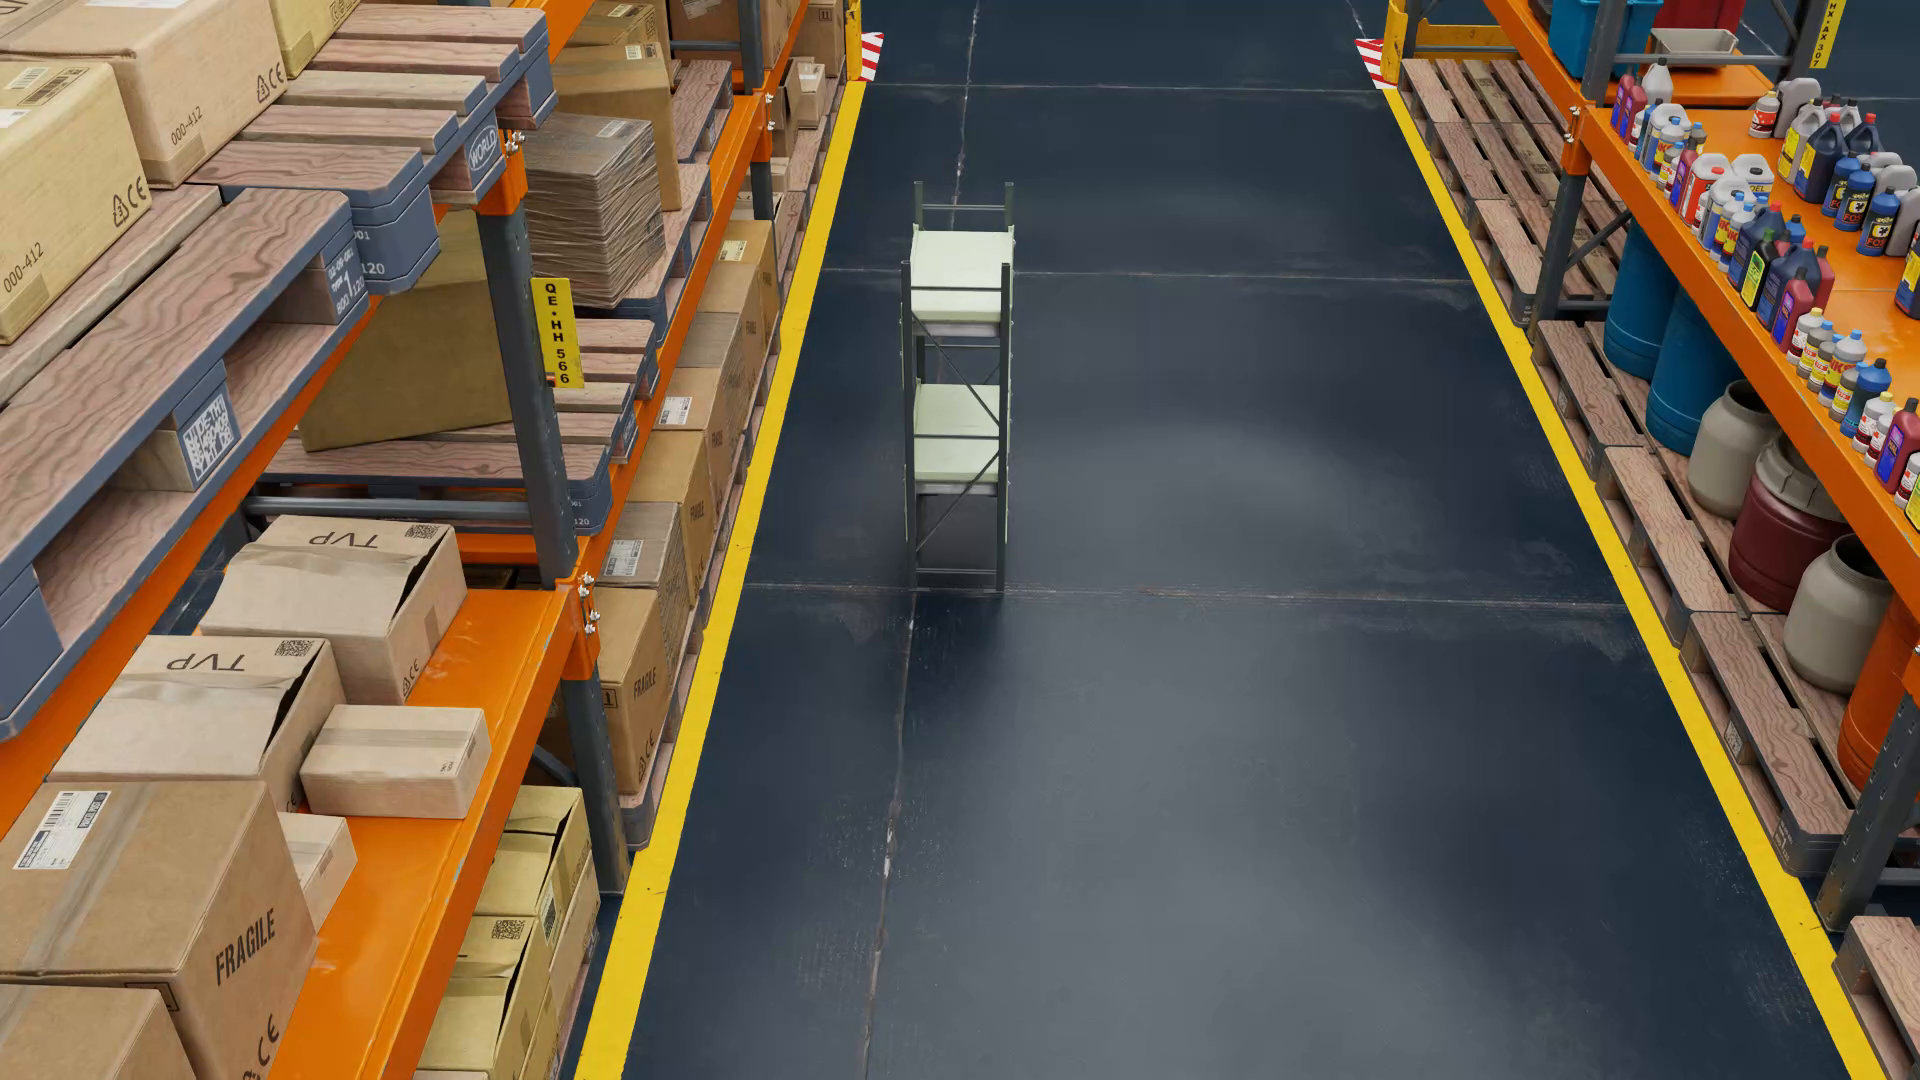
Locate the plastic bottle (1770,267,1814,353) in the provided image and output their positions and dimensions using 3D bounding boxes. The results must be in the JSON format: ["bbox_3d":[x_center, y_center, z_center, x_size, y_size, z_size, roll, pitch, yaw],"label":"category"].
[{"bbox_3d":[2.965,-0.818,5.906,0.061,0.283,0.133,1,35,2],"label":"plastic bottle"}]

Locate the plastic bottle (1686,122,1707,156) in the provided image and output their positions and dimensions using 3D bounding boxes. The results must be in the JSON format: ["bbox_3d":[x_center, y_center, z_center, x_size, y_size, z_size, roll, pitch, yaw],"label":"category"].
[{"bbox_3d":[3.201,-1.724,7.267,0.097,0.201,0.097,0,35,0],"label":"plastic bottle"}]

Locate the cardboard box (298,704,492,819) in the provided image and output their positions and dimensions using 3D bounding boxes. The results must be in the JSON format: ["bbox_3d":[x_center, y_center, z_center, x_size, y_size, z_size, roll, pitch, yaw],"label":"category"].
[{"bbox_3d":[-1.381,0.543,4.087,0.380,0.149,0.250,1,35,2],"label":"cardboard box"}]

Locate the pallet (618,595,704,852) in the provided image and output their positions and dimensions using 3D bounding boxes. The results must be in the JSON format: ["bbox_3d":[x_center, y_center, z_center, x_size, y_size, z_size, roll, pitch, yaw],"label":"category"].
[{"bbox_3d":[-1.553,0.630,6.170,1.003,0.211,1.213,1,35,2],"label":"pallet"}]

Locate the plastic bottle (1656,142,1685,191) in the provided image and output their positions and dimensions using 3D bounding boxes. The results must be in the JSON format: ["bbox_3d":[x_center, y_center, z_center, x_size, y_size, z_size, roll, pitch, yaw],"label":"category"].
[{"bbox_3d":[3.040,-1.594,7.082,0.097,0.201,0.097,0,35,0],"label":"plastic bottle"}]

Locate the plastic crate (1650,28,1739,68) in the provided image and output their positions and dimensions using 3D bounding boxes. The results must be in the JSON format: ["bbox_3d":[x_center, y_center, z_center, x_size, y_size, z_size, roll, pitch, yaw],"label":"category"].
[{"bbox_3d":[3.651,-2.445,8.298,0.396,0.136,0.243,1,35,2],"label":"plastic crate"}]

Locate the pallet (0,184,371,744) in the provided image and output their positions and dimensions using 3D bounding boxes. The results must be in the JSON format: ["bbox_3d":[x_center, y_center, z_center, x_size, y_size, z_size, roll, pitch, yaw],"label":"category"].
[{"bbox_3d":[-1.600,-0.198,2.479,1.003,0.211,1.213,3,35,4],"label":"pallet"}]

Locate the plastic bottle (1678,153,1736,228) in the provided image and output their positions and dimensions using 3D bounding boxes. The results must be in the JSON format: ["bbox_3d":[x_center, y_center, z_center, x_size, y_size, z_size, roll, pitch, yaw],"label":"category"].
[{"bbox_3d":[3.053,-1.425,6.776,0.152,0.276,0.135,1,35,2],"label":"plastic bottle"}]

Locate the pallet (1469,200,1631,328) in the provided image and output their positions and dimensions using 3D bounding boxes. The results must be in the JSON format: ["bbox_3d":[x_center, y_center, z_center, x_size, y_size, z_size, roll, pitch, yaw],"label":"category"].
[{"bbox_3d":[3.480,-1.547,9.268,1.003,0.211,1.213,1,35,2],"label":"pallet"}]

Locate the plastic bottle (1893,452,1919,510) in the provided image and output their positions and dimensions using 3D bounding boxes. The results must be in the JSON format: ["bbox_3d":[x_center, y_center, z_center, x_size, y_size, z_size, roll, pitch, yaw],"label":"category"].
[{"bbox_3d":[2.942,-0.193,5.089,0.097,0.201,0.097,0,35,0],"label":"plastic bottle"}]

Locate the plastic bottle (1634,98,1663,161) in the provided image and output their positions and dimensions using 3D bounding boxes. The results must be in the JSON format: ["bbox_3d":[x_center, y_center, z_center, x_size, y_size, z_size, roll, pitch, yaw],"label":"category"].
[{"bbox_3d":[3.053,-1.812,7.331,0.097,0.271,0.097,0,35,0],"label":"plastic bottle"}]

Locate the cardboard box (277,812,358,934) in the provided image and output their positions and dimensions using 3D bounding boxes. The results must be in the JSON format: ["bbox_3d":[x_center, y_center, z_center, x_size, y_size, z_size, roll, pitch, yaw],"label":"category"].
[{"bbox_3d":[-1.615,0.754,3.787,0.380,0.149,0.250,4,35,5],"label":"cardboard box"}]

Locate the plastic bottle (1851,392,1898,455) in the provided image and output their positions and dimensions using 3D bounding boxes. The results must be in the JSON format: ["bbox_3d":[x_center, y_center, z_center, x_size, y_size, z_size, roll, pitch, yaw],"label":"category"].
[{"bbox_3d":[2.955,-0.382,5.357,0.097,0.201,0.097,0,35,0],"label":"plastic bottle"}]

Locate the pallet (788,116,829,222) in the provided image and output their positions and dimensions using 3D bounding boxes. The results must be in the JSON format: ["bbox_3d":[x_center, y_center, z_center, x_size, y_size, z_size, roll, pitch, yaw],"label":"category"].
[{"bbox_3d":[-1.385,-2.337,10.393,1.003,0.211,1.213,1,35,2],"label":"pallet"}]

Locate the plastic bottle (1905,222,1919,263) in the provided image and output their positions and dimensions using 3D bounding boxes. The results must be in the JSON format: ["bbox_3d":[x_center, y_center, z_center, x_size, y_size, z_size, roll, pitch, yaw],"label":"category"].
[{"bbox_3d":[3.770,-1.172,6.482,0.097,0.201,0.097,0,35,0],"label":"plastic bottle"}]

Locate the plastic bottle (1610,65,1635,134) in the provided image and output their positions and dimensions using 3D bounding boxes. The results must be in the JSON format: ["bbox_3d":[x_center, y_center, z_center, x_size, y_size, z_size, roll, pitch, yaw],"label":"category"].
[{"bbox_3d":[3.048,-2.016,7.611,0.061,0.283,0.133,1,35,2],"label":"plastic bottle"}]

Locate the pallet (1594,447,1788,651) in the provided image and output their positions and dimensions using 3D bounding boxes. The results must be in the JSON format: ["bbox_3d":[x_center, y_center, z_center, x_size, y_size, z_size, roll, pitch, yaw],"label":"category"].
[{"bbox_3d":[3.370,0.021,7.036,1.003,0.211,1.213,1,35,2],"label":"pallet"}]

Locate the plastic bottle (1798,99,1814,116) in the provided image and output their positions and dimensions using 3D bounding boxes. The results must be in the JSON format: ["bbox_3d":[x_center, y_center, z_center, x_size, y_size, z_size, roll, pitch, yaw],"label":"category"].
[{"bbox_3d":[3.819,-1.882,7.492,0.097,0.201,0.097,0,35,0],"label":"plastic bottle"}]

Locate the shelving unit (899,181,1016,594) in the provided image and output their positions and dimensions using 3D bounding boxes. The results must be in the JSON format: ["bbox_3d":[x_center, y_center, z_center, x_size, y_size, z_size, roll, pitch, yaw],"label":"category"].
[{"bbox_3d":[0.000,-0.610,6.813,0.431,1.500,0.755,1,35,2],"label":"shelving unit"}]

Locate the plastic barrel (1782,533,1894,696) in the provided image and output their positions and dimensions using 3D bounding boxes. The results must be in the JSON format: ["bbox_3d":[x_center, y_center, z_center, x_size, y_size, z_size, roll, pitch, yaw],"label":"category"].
[{"bbox_3d":[3.265,0.272,6.053,0.421,0.512,0.421,0,35,0],"label":"plastic barrel"}]

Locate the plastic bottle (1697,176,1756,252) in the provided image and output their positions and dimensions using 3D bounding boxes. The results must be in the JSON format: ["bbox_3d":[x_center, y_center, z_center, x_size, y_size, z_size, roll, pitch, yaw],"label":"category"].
[{"bbox_3d":[3.044,-1.291,6.587,0.152,0.276,0.135,1,35,2],"label":"plastic bottle"}]

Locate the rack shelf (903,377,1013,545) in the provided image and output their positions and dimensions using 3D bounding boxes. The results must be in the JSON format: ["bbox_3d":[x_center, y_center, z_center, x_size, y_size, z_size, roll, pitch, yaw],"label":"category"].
[{"bbox_3d":[0.000,-0.343,7.001,0.431,0.370,0.720,1,35,2],"label":"rack shelf"}]

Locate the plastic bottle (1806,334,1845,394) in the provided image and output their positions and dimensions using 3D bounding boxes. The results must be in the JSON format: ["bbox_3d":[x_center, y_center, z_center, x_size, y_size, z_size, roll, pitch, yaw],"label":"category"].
[{"bbox_3d":[2.970,-0.606,5.676,0.097,0.201,0.097,0,35,0],"label":"plastic bottle"}]

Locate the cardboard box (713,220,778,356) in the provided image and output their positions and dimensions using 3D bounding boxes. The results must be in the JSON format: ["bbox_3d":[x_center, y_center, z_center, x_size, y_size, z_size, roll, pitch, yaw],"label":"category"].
[{"bbox_3d":[-1.193,-1.248,8.209,0.500,0.500,0.500,1,35,2],"label":"cardboard box"}]

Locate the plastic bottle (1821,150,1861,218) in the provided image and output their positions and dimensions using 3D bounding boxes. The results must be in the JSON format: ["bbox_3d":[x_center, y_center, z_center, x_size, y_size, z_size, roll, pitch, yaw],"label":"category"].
[{"bbox_3d":[3.636,-1.471,6.846,0.097,0.271,0.097,0,35,0],"label":"plastic bottle"}]

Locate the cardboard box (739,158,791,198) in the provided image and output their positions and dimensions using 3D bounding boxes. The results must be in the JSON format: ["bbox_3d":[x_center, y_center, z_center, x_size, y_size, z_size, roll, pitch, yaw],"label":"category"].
[{"bbox_3d":[-1.202,-2.135,9.761,0.380,0.166,0.250,1,35,2],"label":"cardboard box"}]

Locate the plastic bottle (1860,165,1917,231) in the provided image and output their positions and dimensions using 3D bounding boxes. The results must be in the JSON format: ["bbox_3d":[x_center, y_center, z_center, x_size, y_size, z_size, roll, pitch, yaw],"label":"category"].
[{"bbox_3d":[3.756,-1.403,6.745,0.152,0.276,0.135,1,35,2],"label":"plastic bottle"}]

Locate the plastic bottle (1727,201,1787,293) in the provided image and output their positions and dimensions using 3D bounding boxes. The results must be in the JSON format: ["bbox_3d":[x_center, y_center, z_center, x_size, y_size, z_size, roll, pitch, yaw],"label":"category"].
[{"bbox_3d":[3.025,-1.119,6.276,0.144,0.351,0.185,1,35,2],"label":"plastic bottle"}]

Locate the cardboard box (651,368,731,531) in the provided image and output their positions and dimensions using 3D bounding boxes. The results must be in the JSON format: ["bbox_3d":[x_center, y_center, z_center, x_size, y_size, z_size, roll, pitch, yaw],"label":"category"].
[{"bbox_3d":[-1.260,-0.384,6.979,0.500,0.500,0.500,0,35,0],"label":"cardboard box"}]

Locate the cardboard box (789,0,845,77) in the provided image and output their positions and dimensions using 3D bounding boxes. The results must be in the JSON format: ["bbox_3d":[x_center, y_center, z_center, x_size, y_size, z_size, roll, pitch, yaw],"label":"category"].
[{"bbox_3d":[-1.075,-3.519,11.439,0.500,0.500,0.500,1,35,2],"label":"cardboard box"}]

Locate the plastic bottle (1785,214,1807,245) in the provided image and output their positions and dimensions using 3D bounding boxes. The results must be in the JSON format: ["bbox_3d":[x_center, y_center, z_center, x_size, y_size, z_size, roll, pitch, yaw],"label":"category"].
[{"bbox_3d":[3.148,-1.108,6.330,0.097,0.271,0.097,0,35,0],"label":"plastic bottle"}]

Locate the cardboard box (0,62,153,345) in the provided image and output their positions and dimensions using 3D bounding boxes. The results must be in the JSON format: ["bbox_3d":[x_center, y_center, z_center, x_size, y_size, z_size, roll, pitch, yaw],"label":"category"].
[{"bbox_3d":[-1.620,-0.529,2.550,0.500,0.250,0.500,1,35,1],"label":"cardboard box"}]

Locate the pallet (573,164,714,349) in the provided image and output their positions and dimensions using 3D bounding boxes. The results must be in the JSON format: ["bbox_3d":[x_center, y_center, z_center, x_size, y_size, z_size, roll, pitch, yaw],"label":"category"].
[{"bbox_3d":[-1.547,-1.122,6.405,1.003,0.211,1.213,1,35,2],"label":"pallet"}]

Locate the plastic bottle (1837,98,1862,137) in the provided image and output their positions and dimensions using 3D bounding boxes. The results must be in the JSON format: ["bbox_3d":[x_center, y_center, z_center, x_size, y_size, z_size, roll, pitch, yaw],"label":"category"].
[{"bbox_3d":[3.779,-1.709,7.116,0.144,0.351,0.185,1,35,2],"label":"plastic bottle"}]

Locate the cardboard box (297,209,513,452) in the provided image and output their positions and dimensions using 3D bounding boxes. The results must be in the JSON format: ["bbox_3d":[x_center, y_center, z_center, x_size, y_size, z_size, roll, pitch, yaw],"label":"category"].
[{"bbox_3d":[-1.708,-0.660,5.128,0.700,0.500,0.500,-10,36,-14],"label":"cardboard box"}]

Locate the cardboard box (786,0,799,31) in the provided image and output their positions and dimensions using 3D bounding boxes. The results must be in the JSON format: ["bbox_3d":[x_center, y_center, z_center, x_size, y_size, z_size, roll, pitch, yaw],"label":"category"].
[{"bbox_3d":[-1.150,-3.003,8.827,0.500,0.500,0.500,2,35,3],"label":"cardboard box"}]

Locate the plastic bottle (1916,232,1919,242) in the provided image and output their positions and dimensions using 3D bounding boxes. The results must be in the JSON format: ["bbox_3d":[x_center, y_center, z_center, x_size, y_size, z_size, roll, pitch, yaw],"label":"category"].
[{"bbox_3d":[3.703,-1.125,6.354,0.097,0.271,0.097,0,35,0],"label":"plastic bottle"}]

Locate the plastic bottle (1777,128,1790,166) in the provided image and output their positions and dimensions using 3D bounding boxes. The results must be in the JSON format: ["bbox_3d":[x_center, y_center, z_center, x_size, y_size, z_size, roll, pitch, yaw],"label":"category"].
[{"bbox_3d":[3.656,-1.732,7.278,0.097,0.201,0.097,0,35,0],"label":"plastic bottle"}]

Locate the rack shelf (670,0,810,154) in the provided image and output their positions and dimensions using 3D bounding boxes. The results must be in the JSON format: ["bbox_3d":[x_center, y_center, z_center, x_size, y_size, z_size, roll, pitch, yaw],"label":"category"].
[{"bbox_3d":[-1.379,-3.236,9.871,1.077,0.370,4.000,1,35,2],"label":"rack shelf"}]

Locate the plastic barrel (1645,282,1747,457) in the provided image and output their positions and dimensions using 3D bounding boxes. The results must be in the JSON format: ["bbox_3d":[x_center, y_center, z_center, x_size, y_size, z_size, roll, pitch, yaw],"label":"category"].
[{"bbox_3d":[3.422,-0.859,7.323,0.600,0.901,0.708,1,35,2],"label":"plastic barrel"}]

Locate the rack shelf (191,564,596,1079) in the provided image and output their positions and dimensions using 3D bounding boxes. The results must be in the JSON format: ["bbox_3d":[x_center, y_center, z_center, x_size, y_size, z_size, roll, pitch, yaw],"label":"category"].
[{"bbox_3d":[-1.701,1.360,3.331,1.077,0.370,4.000,1,35,2],"label":"rack shelf"}]

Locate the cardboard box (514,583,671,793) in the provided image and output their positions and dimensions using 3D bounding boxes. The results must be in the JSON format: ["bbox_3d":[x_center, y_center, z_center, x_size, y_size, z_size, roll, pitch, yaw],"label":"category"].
[{"bbox_3d":[-1.317,0.505,5.714,0.500,0.500,0.500,3,35,4],"label":"cardboard box"}]

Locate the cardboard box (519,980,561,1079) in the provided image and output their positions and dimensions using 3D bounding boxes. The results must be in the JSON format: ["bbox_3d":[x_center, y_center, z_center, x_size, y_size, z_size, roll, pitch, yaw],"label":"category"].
[{"bbox_3d":[-1.415,1.474,4.570,0.500,0.250,0.500,1,35,1],"label":"cardboard box"}]

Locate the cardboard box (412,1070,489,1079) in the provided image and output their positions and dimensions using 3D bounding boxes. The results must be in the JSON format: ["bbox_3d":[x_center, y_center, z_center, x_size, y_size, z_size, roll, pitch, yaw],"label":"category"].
[{"bbox_3d":[-1.433,1.536,3.994,0.500,0.311,0.500,1,35,2],"label":"cardboard box"}]

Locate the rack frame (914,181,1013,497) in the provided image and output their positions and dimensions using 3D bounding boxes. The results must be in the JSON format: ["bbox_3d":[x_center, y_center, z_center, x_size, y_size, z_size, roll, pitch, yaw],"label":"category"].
[{"bbox_3d":[0.014,-0.820,7.112,0.400,1.500,0.023,1,35,2],"label":"rack frame"}]

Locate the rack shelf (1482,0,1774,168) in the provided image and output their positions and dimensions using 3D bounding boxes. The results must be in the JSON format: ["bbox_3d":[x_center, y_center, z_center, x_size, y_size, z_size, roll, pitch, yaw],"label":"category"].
[{"bbox_3d":[3.570,-3.119,9.705,1.077,0.370,4.000,1,35,2],"label":"rack shelf"}]

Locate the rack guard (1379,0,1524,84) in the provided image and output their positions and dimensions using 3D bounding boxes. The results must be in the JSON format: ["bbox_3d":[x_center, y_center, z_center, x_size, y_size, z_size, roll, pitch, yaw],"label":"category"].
[{"bbox_3d":[3.638,-3.554,11.872,1.175,0.500,0.348,1,35,2],"label":"rack guard"}]

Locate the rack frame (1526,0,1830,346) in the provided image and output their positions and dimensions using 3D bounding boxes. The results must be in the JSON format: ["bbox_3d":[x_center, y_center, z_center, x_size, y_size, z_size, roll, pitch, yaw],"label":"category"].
[{"bbox_3d":[3.489,-2.265,7.864,1.000,3.000,0.127,1,35,2],"label":"rack frame"}]

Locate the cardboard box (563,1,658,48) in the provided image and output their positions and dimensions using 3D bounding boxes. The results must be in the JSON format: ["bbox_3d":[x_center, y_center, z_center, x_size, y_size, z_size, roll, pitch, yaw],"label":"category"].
[{"bbox_3d":[-1.667,-1.930,6.936,0.700,0.500,0.500,7,36,9],"label":"cardboard box"}]

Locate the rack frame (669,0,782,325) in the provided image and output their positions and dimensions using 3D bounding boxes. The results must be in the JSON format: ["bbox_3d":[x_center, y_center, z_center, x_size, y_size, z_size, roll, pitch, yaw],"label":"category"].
[{"bbox_3d":[-1.460,-2.381,8.029,1.000,3.000,0.127,1,35,2],"label":"rack frame"}]
